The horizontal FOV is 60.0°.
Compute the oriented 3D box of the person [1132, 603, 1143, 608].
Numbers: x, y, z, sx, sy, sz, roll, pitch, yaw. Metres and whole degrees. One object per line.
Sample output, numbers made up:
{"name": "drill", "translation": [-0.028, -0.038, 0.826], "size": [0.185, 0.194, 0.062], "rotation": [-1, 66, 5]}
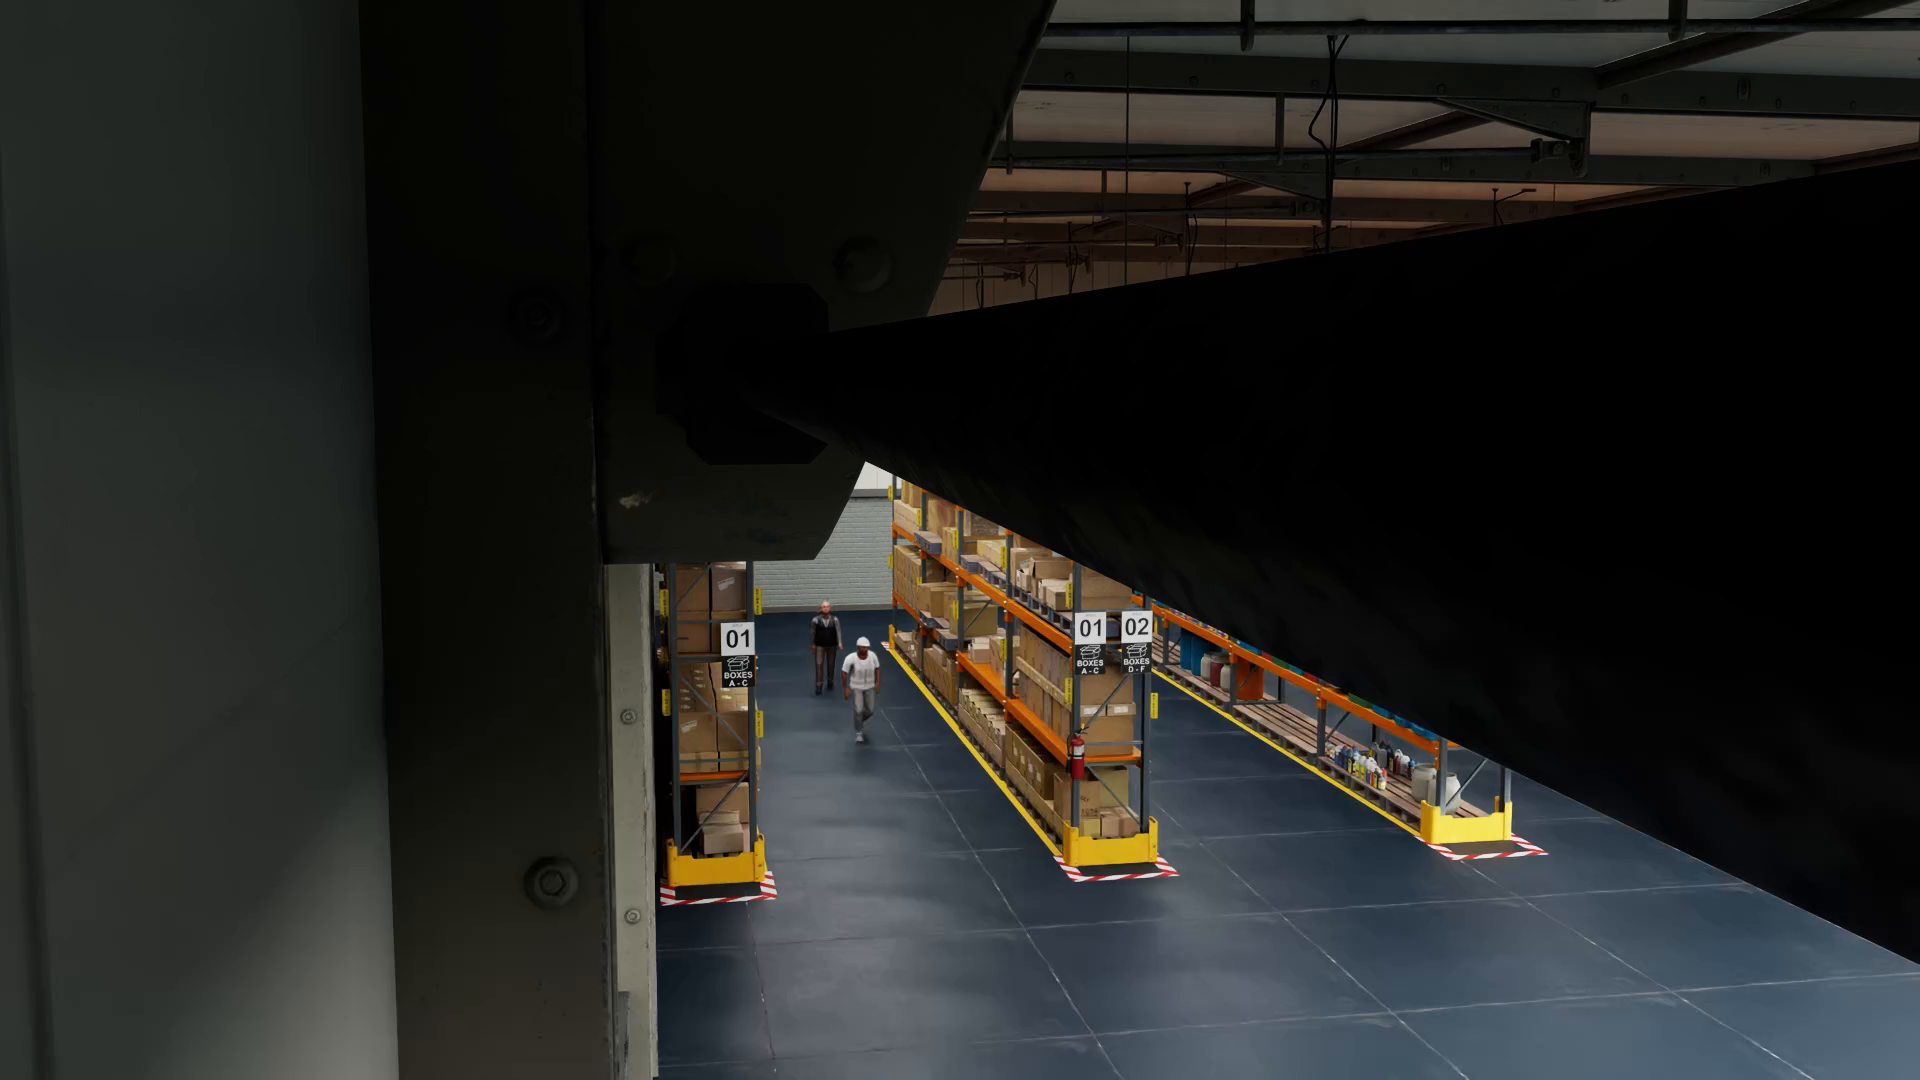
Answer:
{"name": "person", "translation": [4.317, 1.107, 40.122], "size": [0.635, 1.763, 0.627], "rotation": [1, 6, 11]}

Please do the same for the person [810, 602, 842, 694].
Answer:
{"name": "person", "translation": [-2.561, 2.037, 31.830], "size": [0.626, 1.677, 1.004], "rotation": [0, 6, -2]}

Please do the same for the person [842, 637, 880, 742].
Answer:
{"name": "person", "translation": [-1.668, 2.466, 27.832], "size": [0.672, 1.744, 0.623], "rotation": [-3, 7, -24]}
